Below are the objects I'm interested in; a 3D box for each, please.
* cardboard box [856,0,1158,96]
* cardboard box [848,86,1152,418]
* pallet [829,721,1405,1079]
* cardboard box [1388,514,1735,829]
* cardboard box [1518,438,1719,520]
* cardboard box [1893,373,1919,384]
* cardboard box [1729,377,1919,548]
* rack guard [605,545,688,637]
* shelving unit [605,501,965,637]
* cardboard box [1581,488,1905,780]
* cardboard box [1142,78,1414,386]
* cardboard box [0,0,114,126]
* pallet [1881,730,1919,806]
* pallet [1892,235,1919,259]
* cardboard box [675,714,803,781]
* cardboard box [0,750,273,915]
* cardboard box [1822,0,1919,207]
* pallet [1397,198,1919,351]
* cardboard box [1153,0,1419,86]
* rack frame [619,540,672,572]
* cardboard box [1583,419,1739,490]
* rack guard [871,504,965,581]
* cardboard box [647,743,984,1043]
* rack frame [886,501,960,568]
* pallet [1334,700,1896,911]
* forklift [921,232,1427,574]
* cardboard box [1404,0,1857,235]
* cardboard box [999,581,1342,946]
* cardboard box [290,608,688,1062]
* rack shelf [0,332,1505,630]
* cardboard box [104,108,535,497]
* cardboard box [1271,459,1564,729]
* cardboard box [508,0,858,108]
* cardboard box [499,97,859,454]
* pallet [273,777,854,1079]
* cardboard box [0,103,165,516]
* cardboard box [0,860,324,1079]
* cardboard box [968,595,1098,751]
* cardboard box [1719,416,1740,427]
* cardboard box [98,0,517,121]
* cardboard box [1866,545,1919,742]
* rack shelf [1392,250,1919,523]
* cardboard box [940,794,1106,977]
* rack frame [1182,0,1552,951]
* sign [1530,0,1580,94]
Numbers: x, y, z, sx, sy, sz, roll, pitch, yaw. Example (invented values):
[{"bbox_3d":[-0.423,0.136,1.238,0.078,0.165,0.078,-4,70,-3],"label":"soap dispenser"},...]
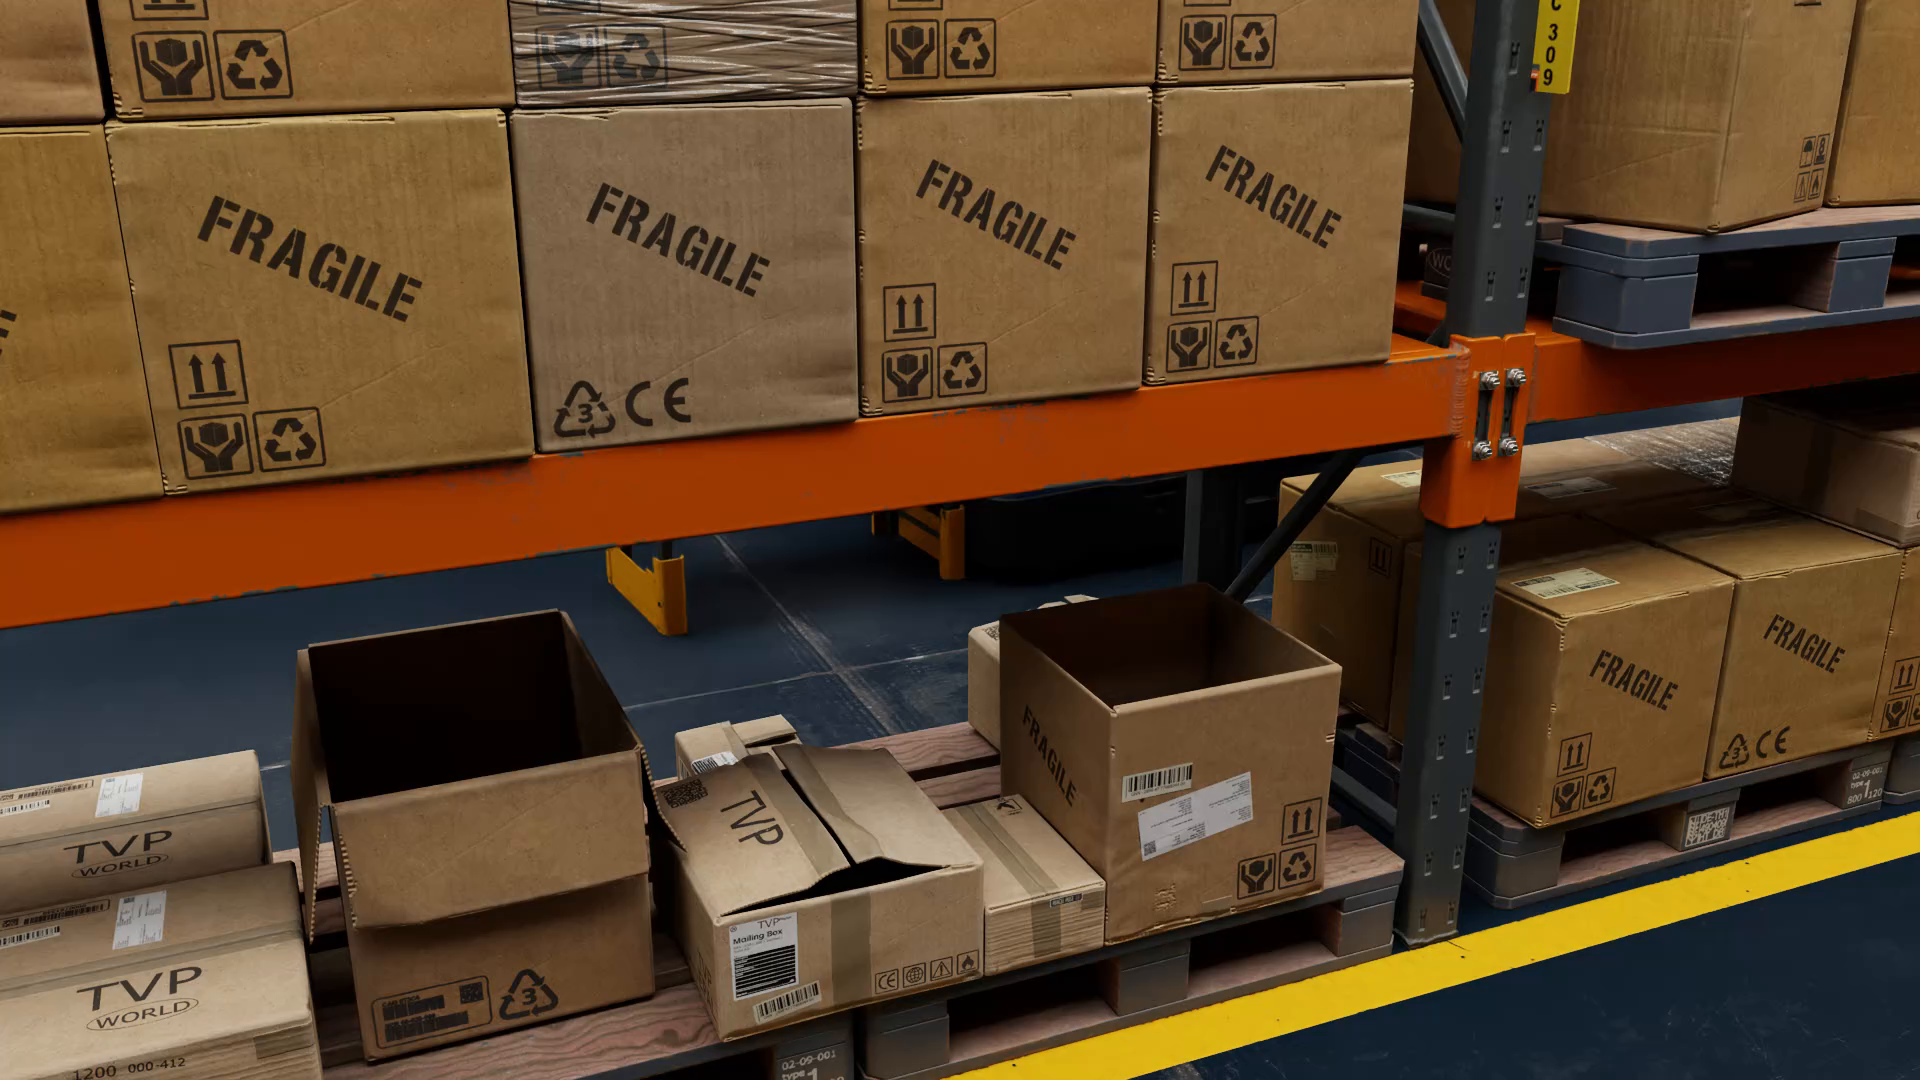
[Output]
[{"bbox_3d":[-0.014,-1.007,2.708,0.500,0.500,0.500,-9,21,-23],"label":"cardboard box"},{"bbox_3d":[-0.013,-0.536,2.879,0.500,0.500,0.500,-8,21,-20],"label":"cardboard box"},{"bbox_3d":[0.186,0.704,3.705,1.213,0.211,1.003,-8,21,-22],"label":"pallet"},{"bbox_3d":[1.358,0.281,3.810,0.500,0.500,0.500,-9,21,-24],"label":"cardboard box"},{"bbox_3d":[1.614,0.055,4.450,0.500,0.500,0.500,-8,21,-22],"label":"cardboard box"},{"bbox_3d":[2.736,-0.271,4.247,0.500,0.250,0.500,-9,21,-23],"label":"cardboard box"},{"bbox_3d":[2.276,-0.205,4.059,0.500,0.250,0.500,-8,21,-22],"label":"cardboard box"},{"bbox_3d":[-1.022,0.094,5.379,0.087,0.250,0.587,-11,22,-27],"label":"rack guard"},{"bbox_3d":[-0.588,-0.576,5.401,1.083,1.500,0.587,-11,22,-27],"label":"shelving unit"},{"bbox_3d":[1.843,0.207,4.019,0.500,0.500,0.500,-8,21,-21],"label":"cardboard box"},{"bbox_3d":[0.460,-0.605,3.072,0.500,0.500,0.500,-8,21,-21],"label":"cardboard box"},{"bbox_3d":[-1.406,-0.807,2.143,0.500,0.500,0.500,-8,21,-21],"label":"cardboard box"},{"bbox_3d":[2.671,0.333,4.757,1.213,0.211,1.003,-8,21,-22],"label":"pallet"},{"bbox_3d":[2.706,-0.880,4.294,1.213,0.211,1.003,-8,21,-22],"label":"pallet"},{"bbox_3d":[-0.444,0.533,3.594,0.250,0.166,0.380,-8,21,-22],"label":"cardboard box"},{"bbox_3d":[-1.570,0.652,3.133,0.500,0.250,0.500,-8,21,-22],"label":"cardboard box"},{"bbox_3d":[1.947,-1.051,3.707,0.500,0.500,0.700,-5,20,-13],"label":"cardboard box"},{"bbox_3d":[1.594,-0.683,3.734,1.213,0.211,1.003,-8,21,-22],"label":"pallet"},{"bbox_3d":[0.455,-1.075,2.902,0.500,0.500,0.500,-8,21,-22],"label":"cardboard box"},{"bbox_3d":[-1.024,-0.495,5.171,0.032,1.500,0.500,-11,22,-27],"label":"rack frame"},{"bbox_3d":[2.075,-0.011,4.637,0.500,0.500,0.500,-8,21,-21],"label":"cardboard box"},{"bbox_3d":[-0.153,-0.067,5.837,0.087,0.250,0.587,-11,22,-27],"label":"rack guard"},{"bbox_3d":[-0.282,0.619,3.133,0.500,0.311,0.500,-8,21,-22],"label":"cardboard box"},{"bbox_3d":[-0.136,-0.660,5.639,0.032,1.500,0.500,-11,22,-27],"label":"rack frame"},{"bbox_3d":[1.549,0.495,4.298,1.213,0.211,1.003,-8,21,-22],"label":"pallet"},{"bbox_3d":[1.185,-1.602,6.159,3.031,2.935,1.130,-11,22,-27],"label":"forklift"},{"bbox_3d":[1.341,-0.941,3.395,0.500,0.500,0.700,-17,26,-40],"label":"cardboard box"},{"bbox_3d":[0.406,0.431,3.381,0.500,0.500,0.500,-8,21,-22],"label":"cardboard box"},{"bbox_3d":[-0.906,0.517,3.133,0.637,0.503,0.797,-8,21,-22],"label":"cardboard box"},{"bbox_3d":[-1.019,-0.099,2.870,4.000,0.370,1.077,-8,21,-22],"label":"rack shelf"},{"bbox_3d":[-0.951,-0.400,2.492,0.500,0.500,0.500,-8,21,-21],"label":"cardboard box"},{"bbox_3d":[1.157,0.118,4.273,0.500,0.500,0.500,-8,21,-22],"label":"cardboard box"},{"bbox_3d":[-0.477,-0.940,2.520,0.500,0.500,0.500,-8,21,-21],"label":"cardboard box"},{"bbox_3d":[-0.484,-0.468,2.685,0.500,0.500,0.500,-8,21,-21],"label":"cardboard box"},{"bbox_3d":[-0.936,0.866,3.246,1.213,0.211,1.003,-8,21,-22],"label":"pallet"},{"bbox_3d":[-1.410,-0.335,2.307,0.500,0.500,0.500,-8,21,-22],"label":"cardboard box"},{"bbox_3d":[-1.326,0.798,2.718,0.500,0.250,0.500,-8,21,-22],"label":"cardboard box"},{"bbox_3d":[0.346,0.348,3.902,0.500,0.311,0.500,-8,21,-22],"label":"cardboard box"},{"bbox_3d":[2.541,-0.078,4.829,0.500,0.500,0.500,-9,21,-24],"label":"cardboard box"},{"bbox_3d":[-0.939,-0.875,2.333,0.500,0.500,0.500,-8,21,-22],"label":"cardboard box"},{"bbox_3d":[2.305,0.144,4.199,0.500,0.500,0.500,-8,21,-21],"label":"cardboard box"},{"bbox_3d":[2.653,-0.625,4.365,4.000,0.370,1.077,-8,21,-22],"label":"rack shelf"},{"bbox_3d":[0.086,0.665,3.248,0.250,0.149,0.380,-8,21,-22],"label":"cardboard box"},{"bbox_3d":[0.817,-0.702,3.498,0.127,3.000,1.000,-8,21,-22],"label":"rack frame"},{"bbox_3d":[1.039,-0.945,2.887,0.005,0.325,0.100,-8,21,-22],"label":"sign"}]
